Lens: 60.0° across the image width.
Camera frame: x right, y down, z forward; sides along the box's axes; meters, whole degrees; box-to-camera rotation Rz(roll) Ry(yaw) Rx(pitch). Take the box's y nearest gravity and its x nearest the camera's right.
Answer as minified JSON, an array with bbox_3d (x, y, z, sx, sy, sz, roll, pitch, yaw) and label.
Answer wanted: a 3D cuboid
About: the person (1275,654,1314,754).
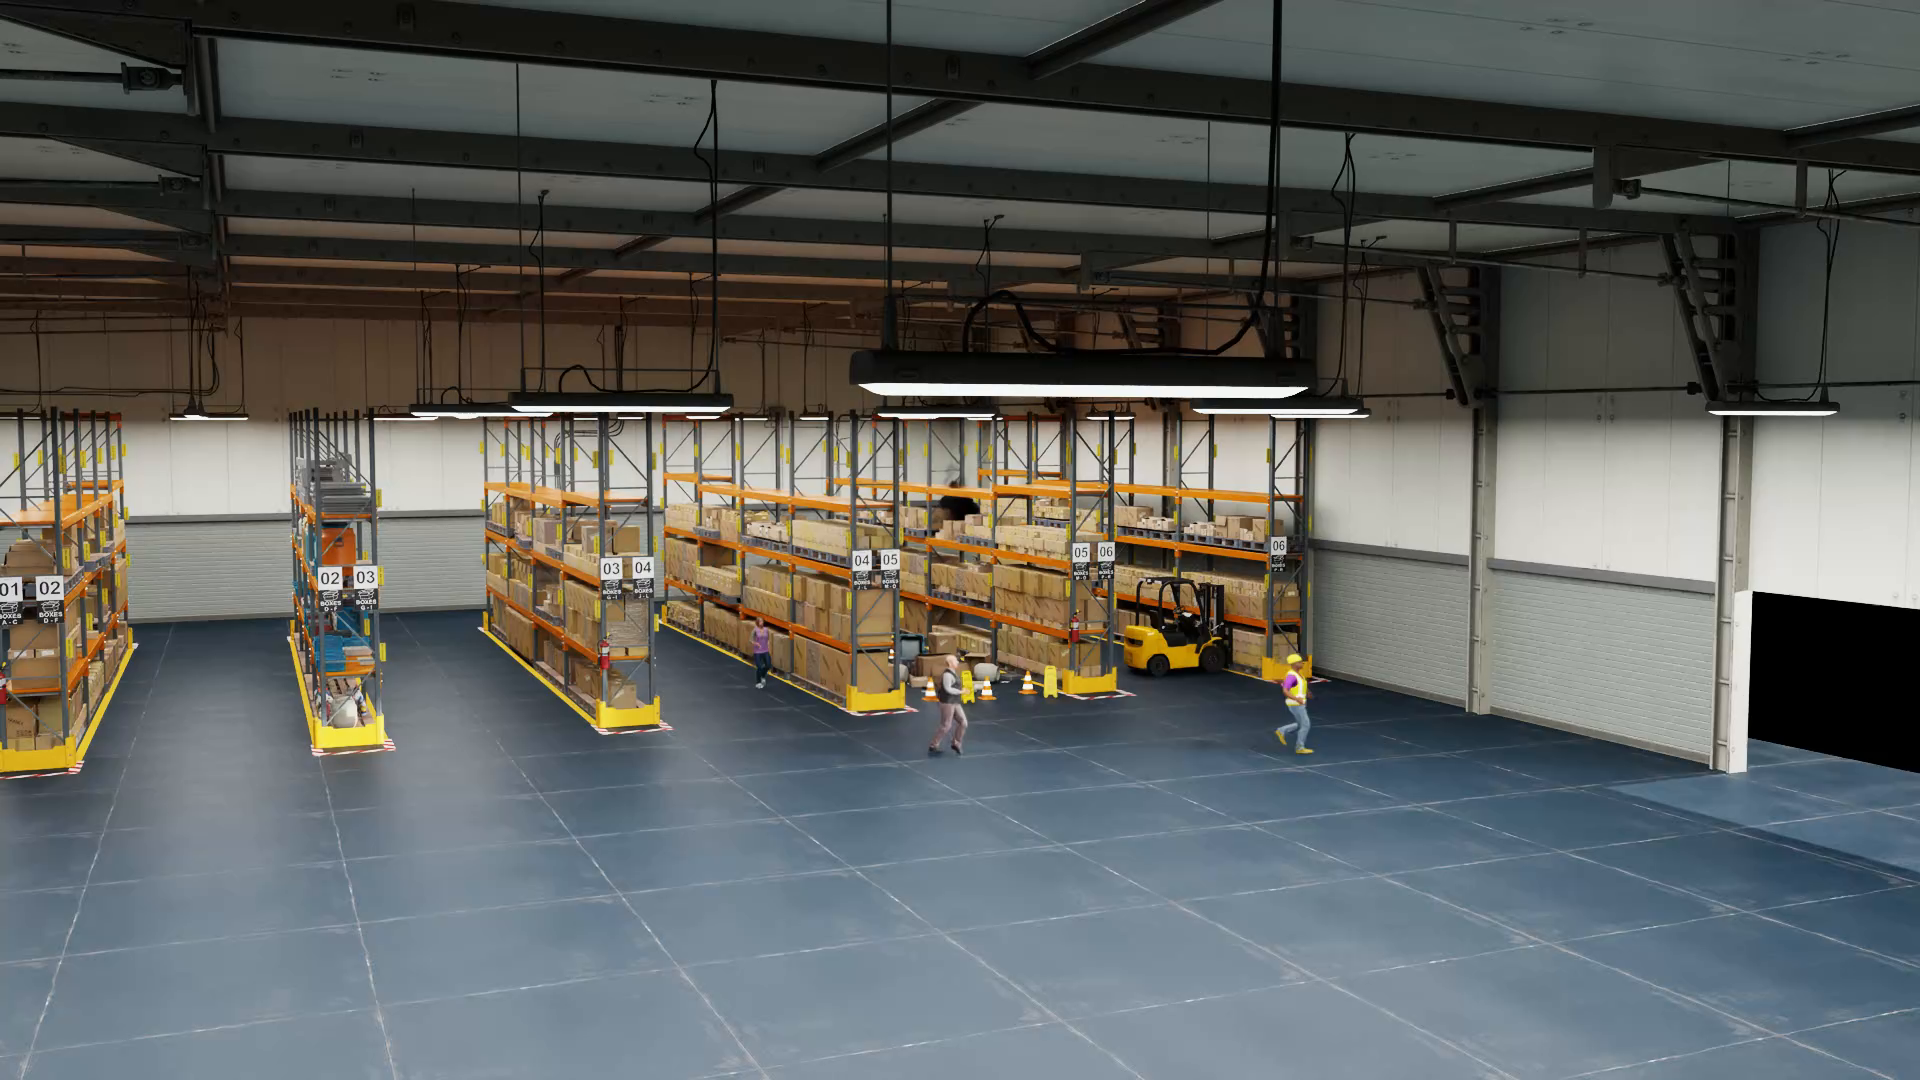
[{"bbox_3d":[5.801,2.841,28.862,0.696,1.723,0.704,2,4,24],"label":"person"}]

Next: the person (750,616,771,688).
[{"bbox_3d":[-4.263,2.427,35.826,0.518,1.558,0.548,-2,5,-27],"label":"person"}]

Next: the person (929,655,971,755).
[{"bbox_3d":[-0.159,2.877,28.667,0.748,1.800,0.670,1,4,15],"label":"person"}]

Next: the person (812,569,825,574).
[{"bbox_3d":[-4.236,1.325,51.228,0.816,1.737,0.761,-1,4,-13],"label":"person"}]
